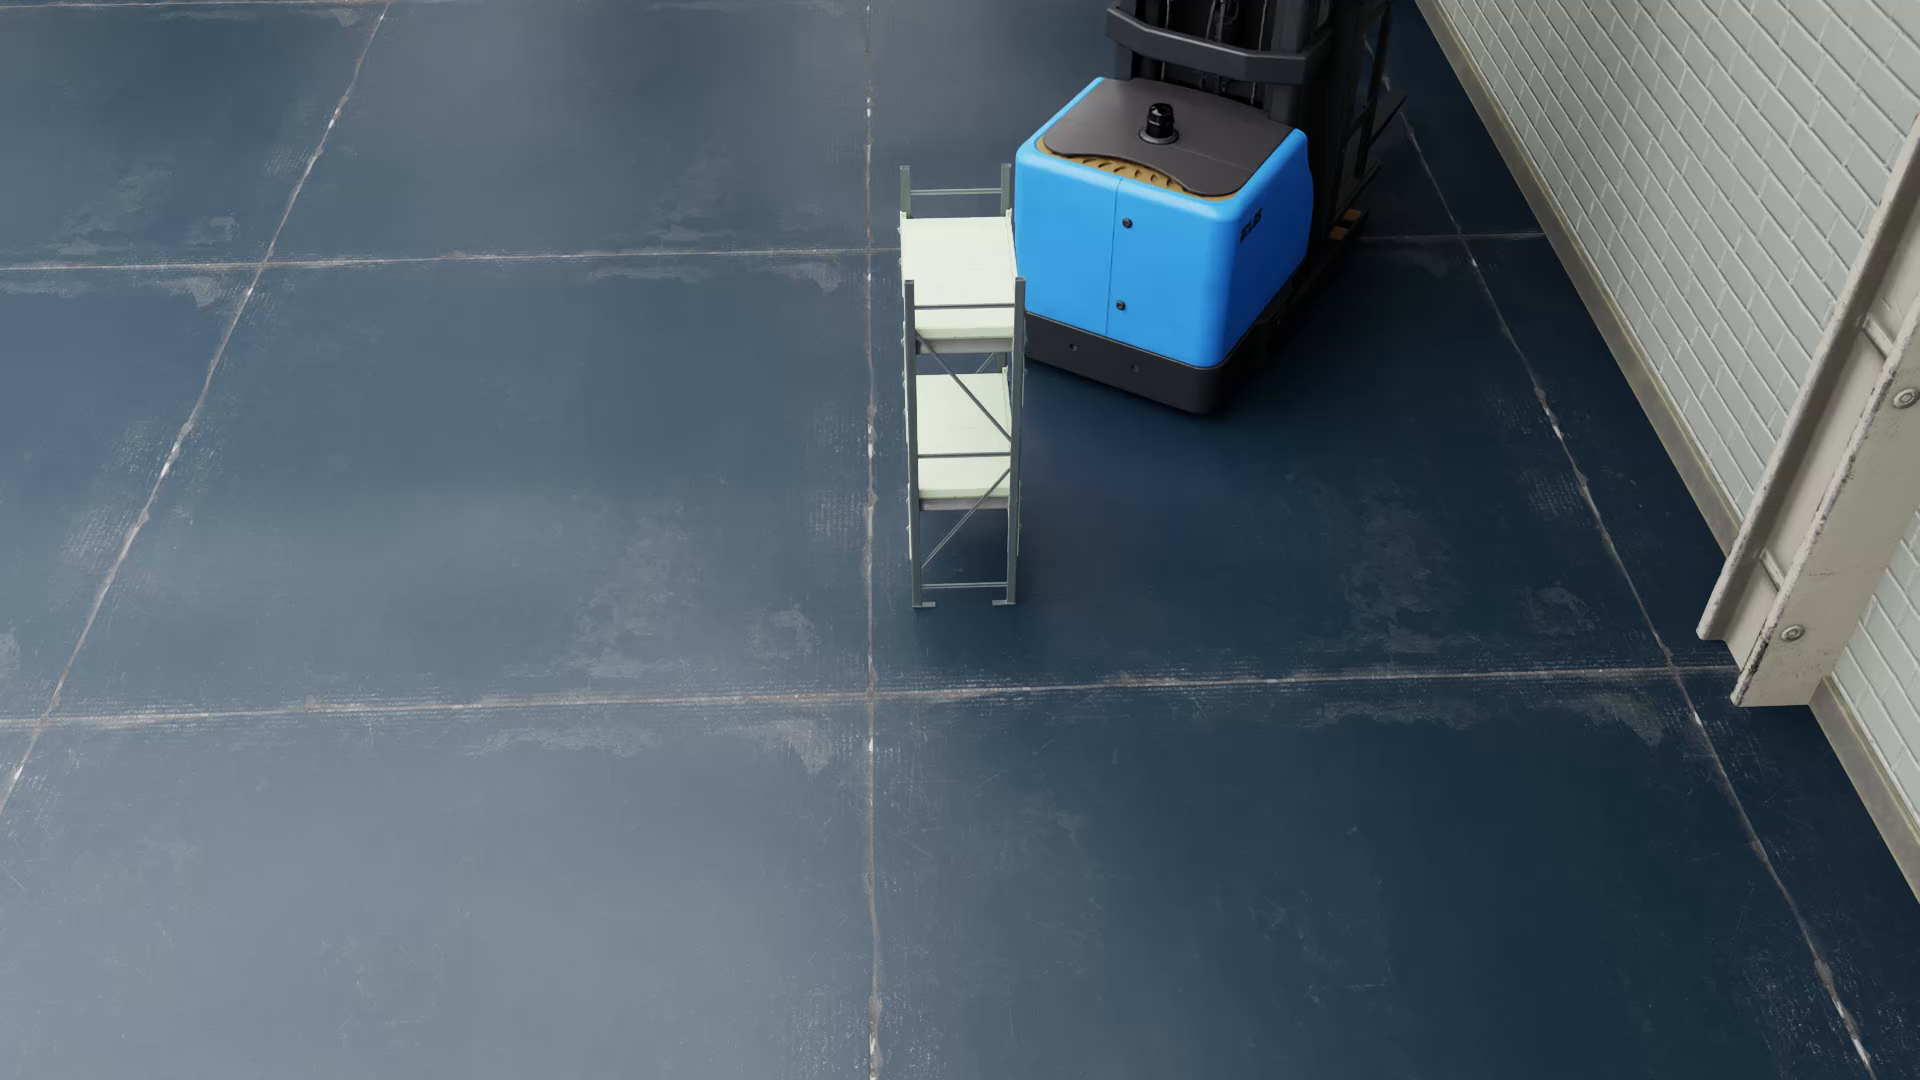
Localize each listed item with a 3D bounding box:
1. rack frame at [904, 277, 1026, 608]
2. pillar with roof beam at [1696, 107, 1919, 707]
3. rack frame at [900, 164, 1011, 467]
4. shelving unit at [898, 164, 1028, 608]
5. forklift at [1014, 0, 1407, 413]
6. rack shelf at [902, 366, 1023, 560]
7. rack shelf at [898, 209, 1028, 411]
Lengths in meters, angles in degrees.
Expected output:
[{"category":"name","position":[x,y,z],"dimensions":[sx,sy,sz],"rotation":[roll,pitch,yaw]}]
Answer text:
[{"category":"rack frame","position":[0.016,-0.301,5.969],"dimensions":[0.400,1.500,0.023],"rotation":[-2,43,-2]},{"category":"pillar with roof beam","position":[-1.318,-2.723,3.061],"dimensions":[9.100,9.000,0.400],"rotation":[-2,43,-2]},{"category":"rack frame","position":[-0.015,-0.795,6.508],"dimensions":[0.400,1.500,0.023],"rotation":[-2,43,-2]},{"category":"shelving unit","position":[0.000,-0.548,6.238],"dimensions":[0.431,1.500,0.755],"rotation":[-2,43,-2]},{"category":"forklift","position":[1.397,-2.613,7.432],"dimensions":[1.130,2.935,3.031],"rotation":[22,47,22]},{"category":"rack shelf","position":[0.000,-0.308,6.459],"dimensions":[0.431,0.370,0.720],"rotation":[-2,43,-2]},{"category":"rack shelf","position":[0.000,-0.836,5.975],"dimensions":[0.431,0.370,0.720],"rotation":[-2,43,-2]}]
